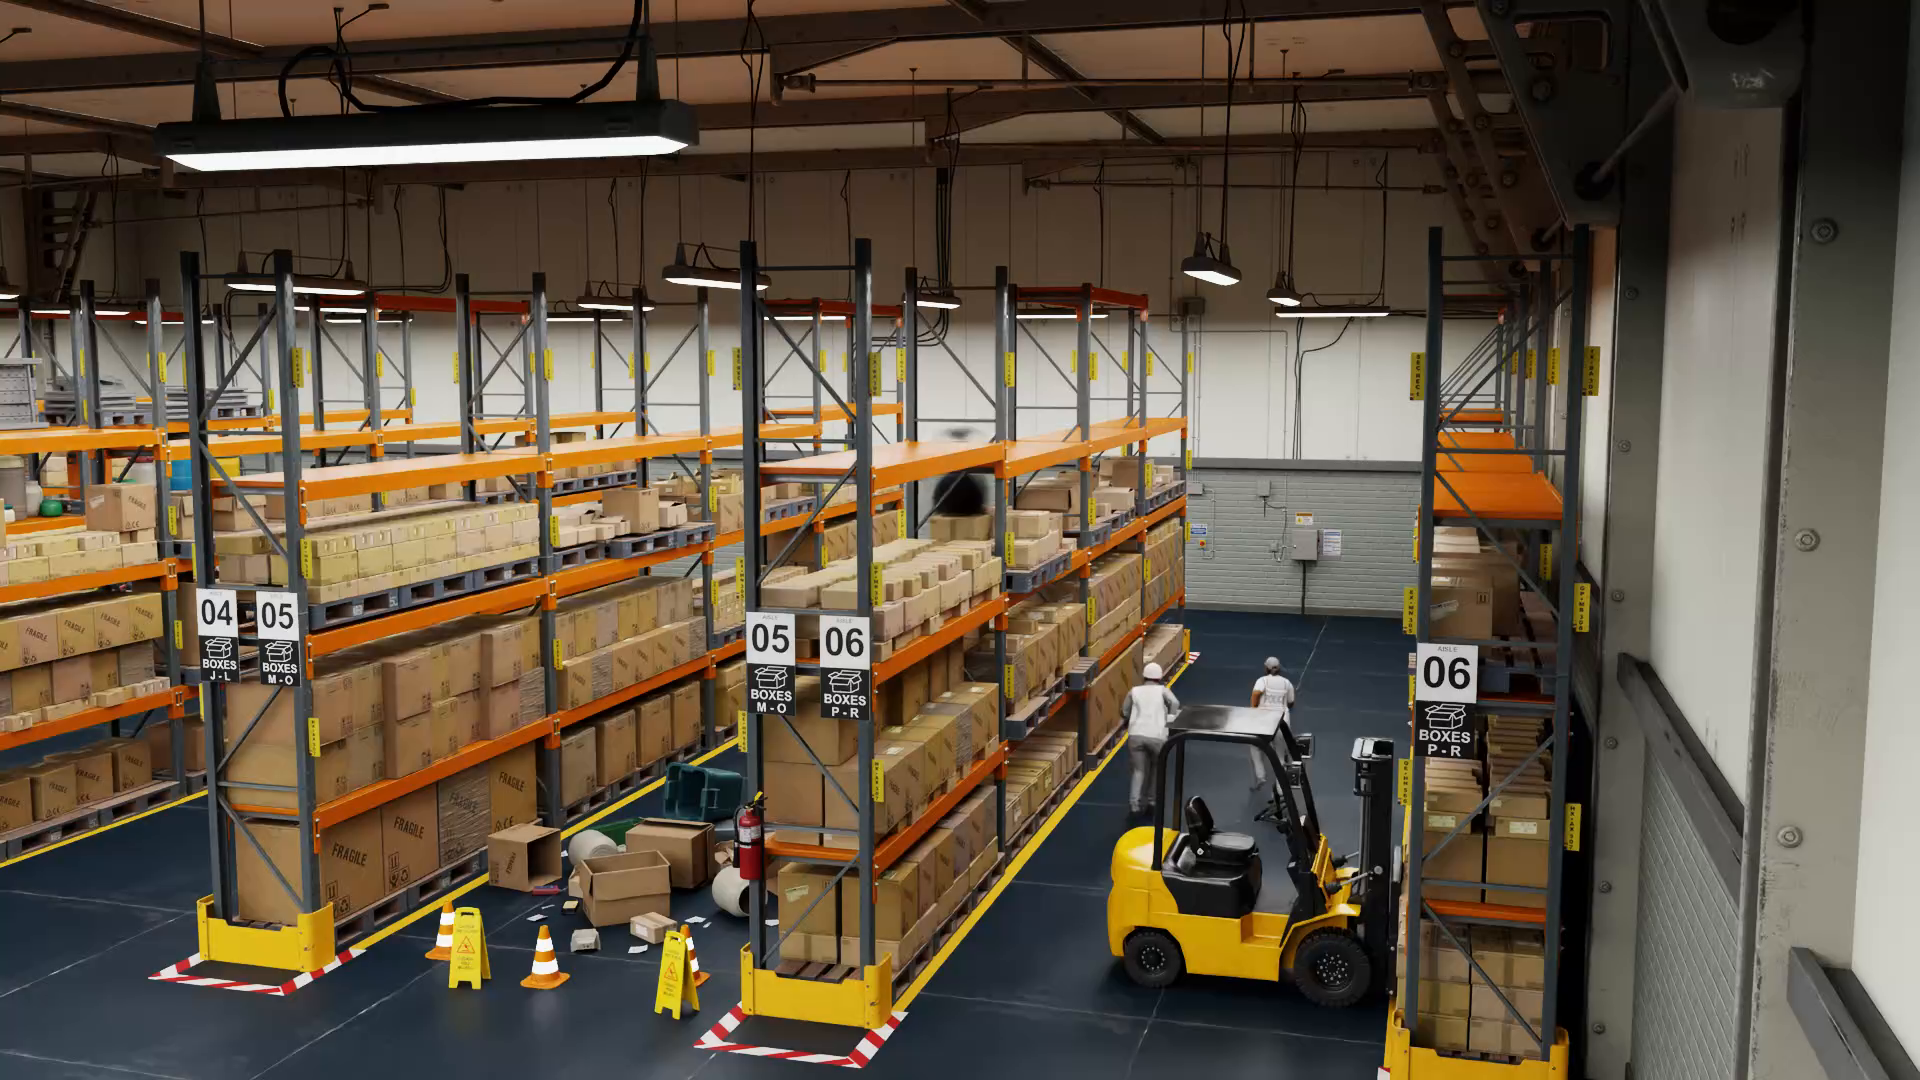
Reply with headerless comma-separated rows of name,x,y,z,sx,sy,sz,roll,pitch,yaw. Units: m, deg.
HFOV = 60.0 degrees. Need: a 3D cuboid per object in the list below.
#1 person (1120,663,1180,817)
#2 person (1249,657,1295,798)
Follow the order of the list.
person,2.085,2.287,18.511,0.700,1.739,1.039,2,7,19
person,3.662,2.197,19.572,0.596,1.603,0.913,0,6,-1
